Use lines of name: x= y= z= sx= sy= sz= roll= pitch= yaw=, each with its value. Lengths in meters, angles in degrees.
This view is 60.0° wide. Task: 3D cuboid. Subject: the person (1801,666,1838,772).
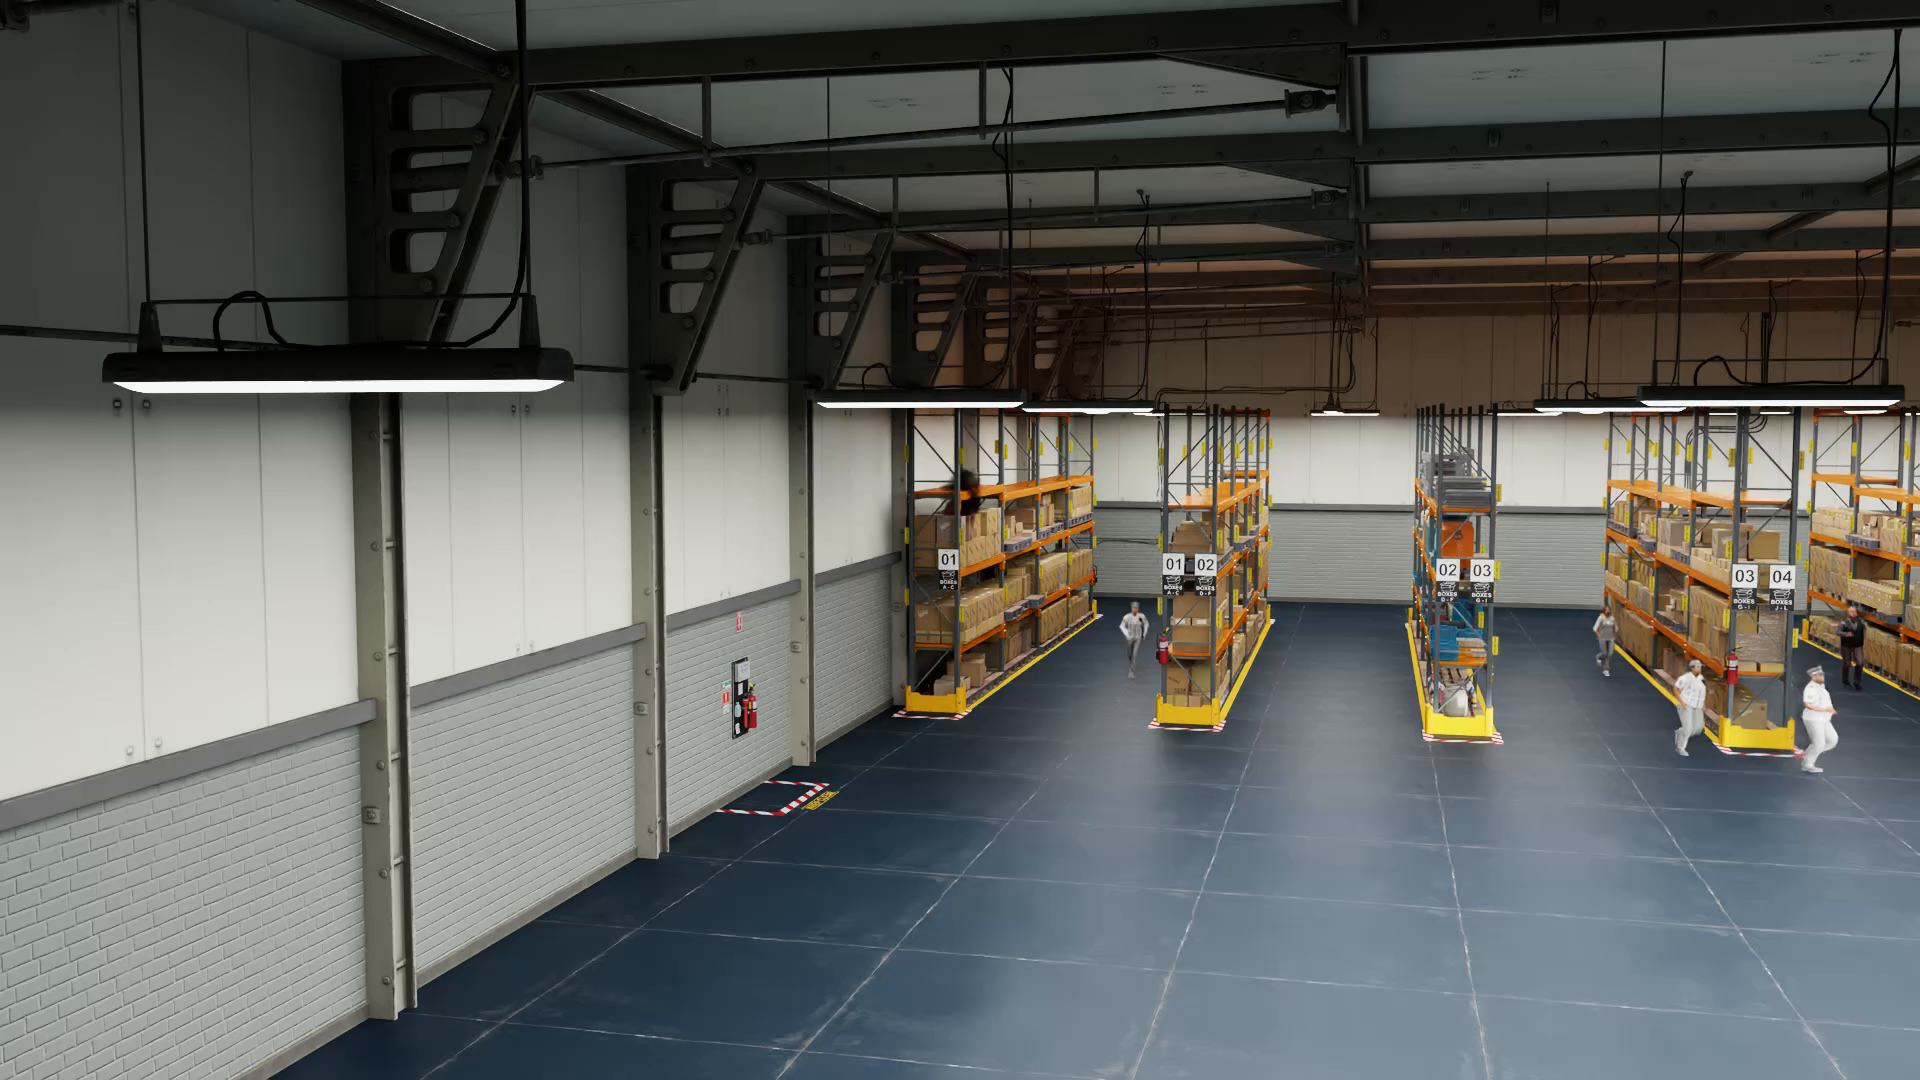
person: x=13.912 y=2.890 z=26.848 sx=0.649 sy=1.737 sz=0.599 roll=-4 pitch=6 yaw=-42

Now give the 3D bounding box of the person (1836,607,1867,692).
person: x=18.884 y=2.310 z=35.221 sx=0.638 sy=1.781 sz=0.777 roll=1 pitch=4 yaw=15

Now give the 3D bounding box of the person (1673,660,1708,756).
person: x=12.526 y=2.861 z=28.527 sx=0.649 sy=1.622 sz=0.510 roll=-1 pitch=4 yaw=-18

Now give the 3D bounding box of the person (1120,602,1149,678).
person: x=3.897 y=2.200 z=37.144 sx=0.642 sy=1.678 sz=0.830 roll=0 pitch=4 yaw=6

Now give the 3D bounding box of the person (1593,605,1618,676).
person: x=14.487 y=2.252 z=37.299 sx=0.536 sy=1.544 sz=0.576 roll=0 pitch=4 yaw=4
